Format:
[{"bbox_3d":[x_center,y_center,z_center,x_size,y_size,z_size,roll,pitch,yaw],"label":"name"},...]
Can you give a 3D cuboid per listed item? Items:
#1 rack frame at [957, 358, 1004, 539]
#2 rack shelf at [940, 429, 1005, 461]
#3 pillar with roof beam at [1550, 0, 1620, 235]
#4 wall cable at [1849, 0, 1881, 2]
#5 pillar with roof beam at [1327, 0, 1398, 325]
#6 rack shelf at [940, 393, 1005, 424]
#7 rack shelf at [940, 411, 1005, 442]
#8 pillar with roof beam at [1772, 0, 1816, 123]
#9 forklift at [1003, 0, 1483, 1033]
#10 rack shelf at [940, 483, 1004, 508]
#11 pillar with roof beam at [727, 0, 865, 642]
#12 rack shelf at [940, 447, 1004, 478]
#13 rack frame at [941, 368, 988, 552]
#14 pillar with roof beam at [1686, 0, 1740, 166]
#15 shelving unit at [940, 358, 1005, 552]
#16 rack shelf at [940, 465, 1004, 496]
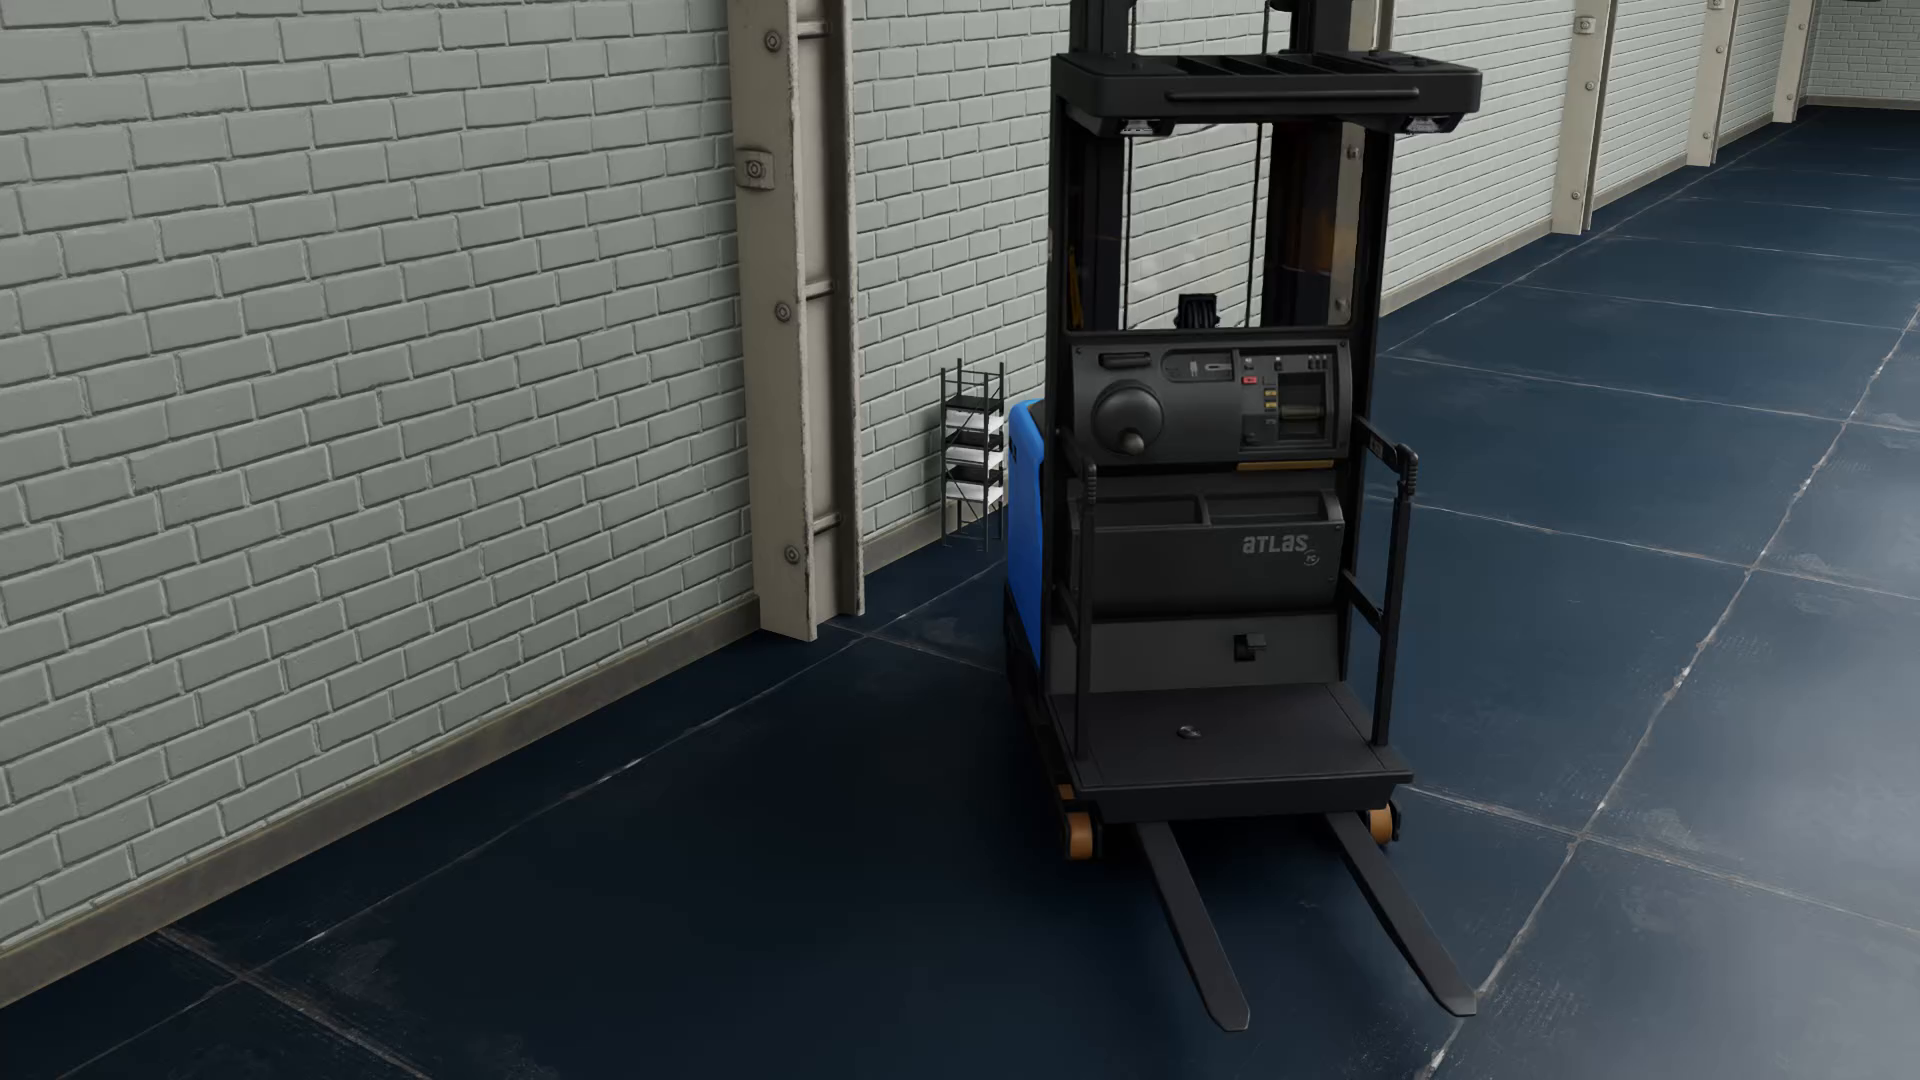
[{"bbox_3d":[0.099,-0.443,8.166,0.240,0.900,0.006,8,22,21],"label":"rack frame"},{"bbox_3d":[0.060,-0.464,8.058,0.258,0.077,0.200,8,22,21],"label":"rack shelf"},{"bbox_3d":[9.649,-6.476,12.800,9.100,9.000,0.400,13,24,32],"label":"pillar with roof beam"},{"bbox_3d":[15.584,-9.889,26.505,3.097,2.526,0.112,13,24,32],"label":"wall cable"},{"bbox_3d":[6.276,-4.754,8.146,9.100,9.000,0.400,13,24,32],"label":"pillar with roof beam"},{"bbox_3d":[0.060,-0.633,7.996,0.258,0.077,0.200,8,22,21],"label":"rack shelf"},{"bbox_3d":[0.060,-0.548,8.027,0.258,0.077,0.200,8,22,21],"label":"rack shelf"},{"bbox_3d":[16.395,-9.919,22.108,9.100,9.000,0.400,13,24,32],"label":"pillar with roof beam"},{"bbox_3d":[0.851,-0.448,5.253,1.130,2.935,3.031,-2,20,-6],"label":"forklift"},{"bbox_3d":[0.060,-0.210,8.151,0.258,0.077,0.200,8,22,21],"label":"rack shelf"},{"bbox_3d":[2.903,-3.033,3.492,9.100,9.000,0.400,13,24,32],"label":"pillar with roof beam"},{"bbox_3d":[0.060,-0.379,8.089,0.258,0.077,0.200,8,22,21],"label":"rack shelf"},{"bbox_3d":[0.021,-0.378,7.989,0.240,0.900,0.006,8,22,21],"label":"rack frame"},{"bbox_3d":[13.022,-8.197,17.454,9.100,9.000,0.400,13,24,32],"label":"pillar with roof beam"},{"bbox_3d":[0.060,-0.411,8.077,0.258,0.900,0.210,8,22,21],"label":"shelving unit"},{"bbox_3d":[0.060,-0.295,8.120,0.258,0.077,0.200,8,22,21],"label":"rack shelf"}]
